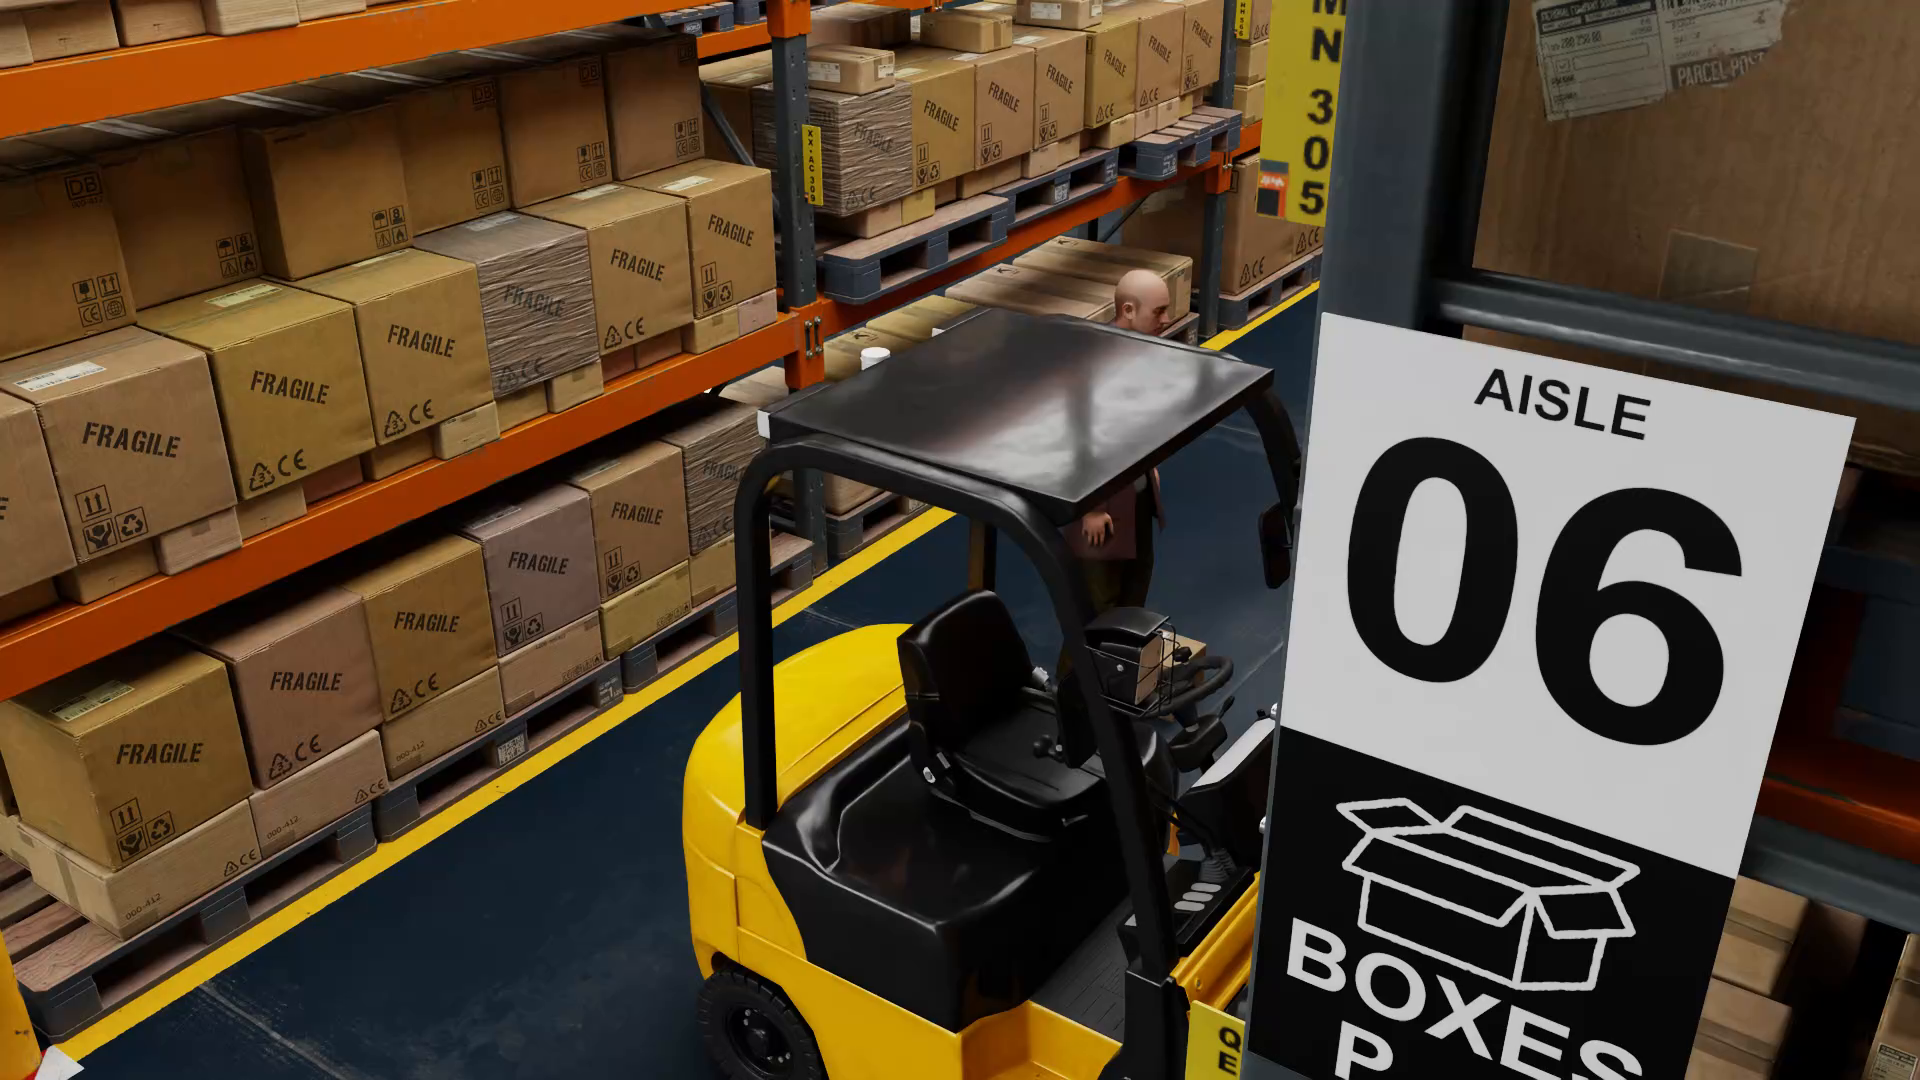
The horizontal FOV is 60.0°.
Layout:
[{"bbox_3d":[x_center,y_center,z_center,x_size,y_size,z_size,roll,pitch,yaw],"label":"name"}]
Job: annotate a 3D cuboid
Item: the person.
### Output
[{"bbox_3d":[0.620,-0.203,6.540,0.429,1.772,0.650,15,30,27],"label":"person"}]
